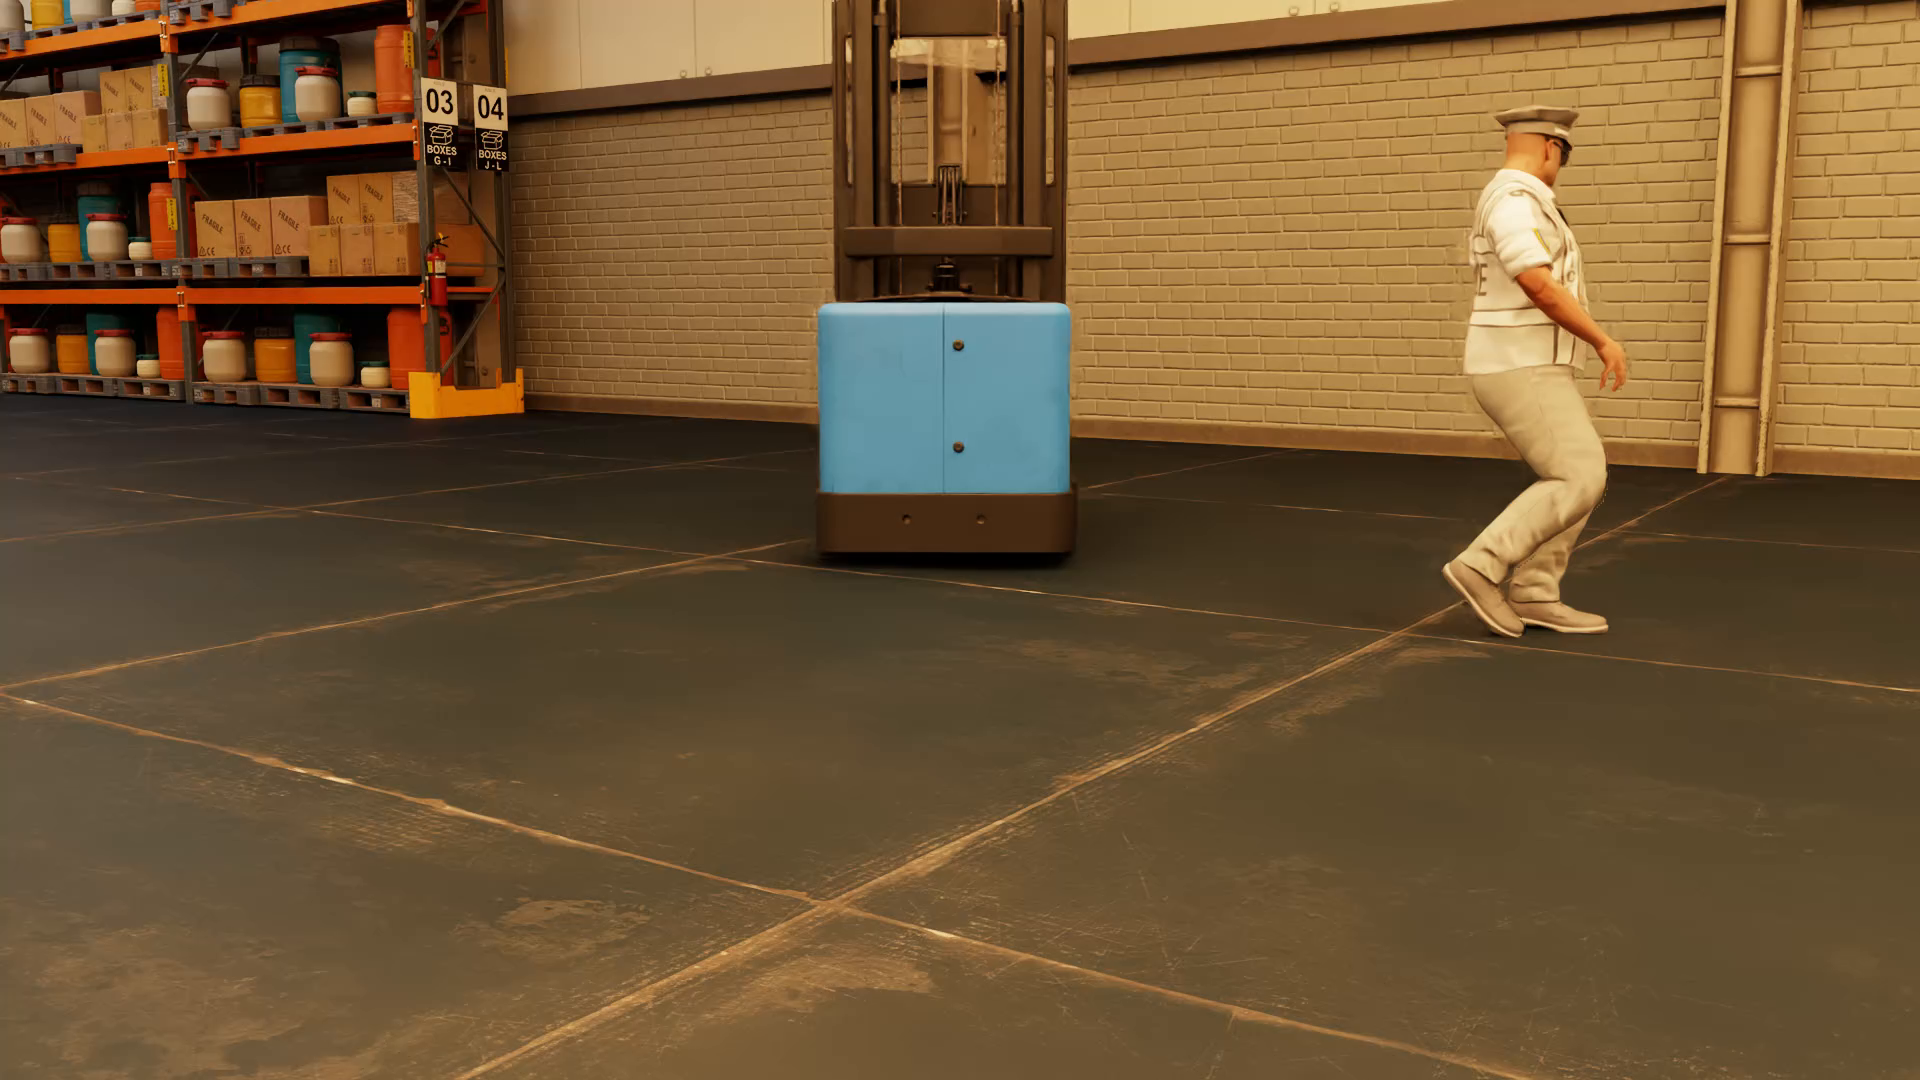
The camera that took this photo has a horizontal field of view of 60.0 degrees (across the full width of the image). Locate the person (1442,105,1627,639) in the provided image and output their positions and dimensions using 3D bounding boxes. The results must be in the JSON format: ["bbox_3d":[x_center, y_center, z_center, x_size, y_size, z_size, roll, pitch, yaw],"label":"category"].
[{"bbox_3d":[1.904,-0.550,5.448,0.528,1.709,0.755,3,9,22],"label":"person"}]

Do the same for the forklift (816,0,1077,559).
[{"bbox_3d":[-0.042,-1.541,8.032,1.130,2.935,3.031,0,8,1],"label":"forklift"}]
